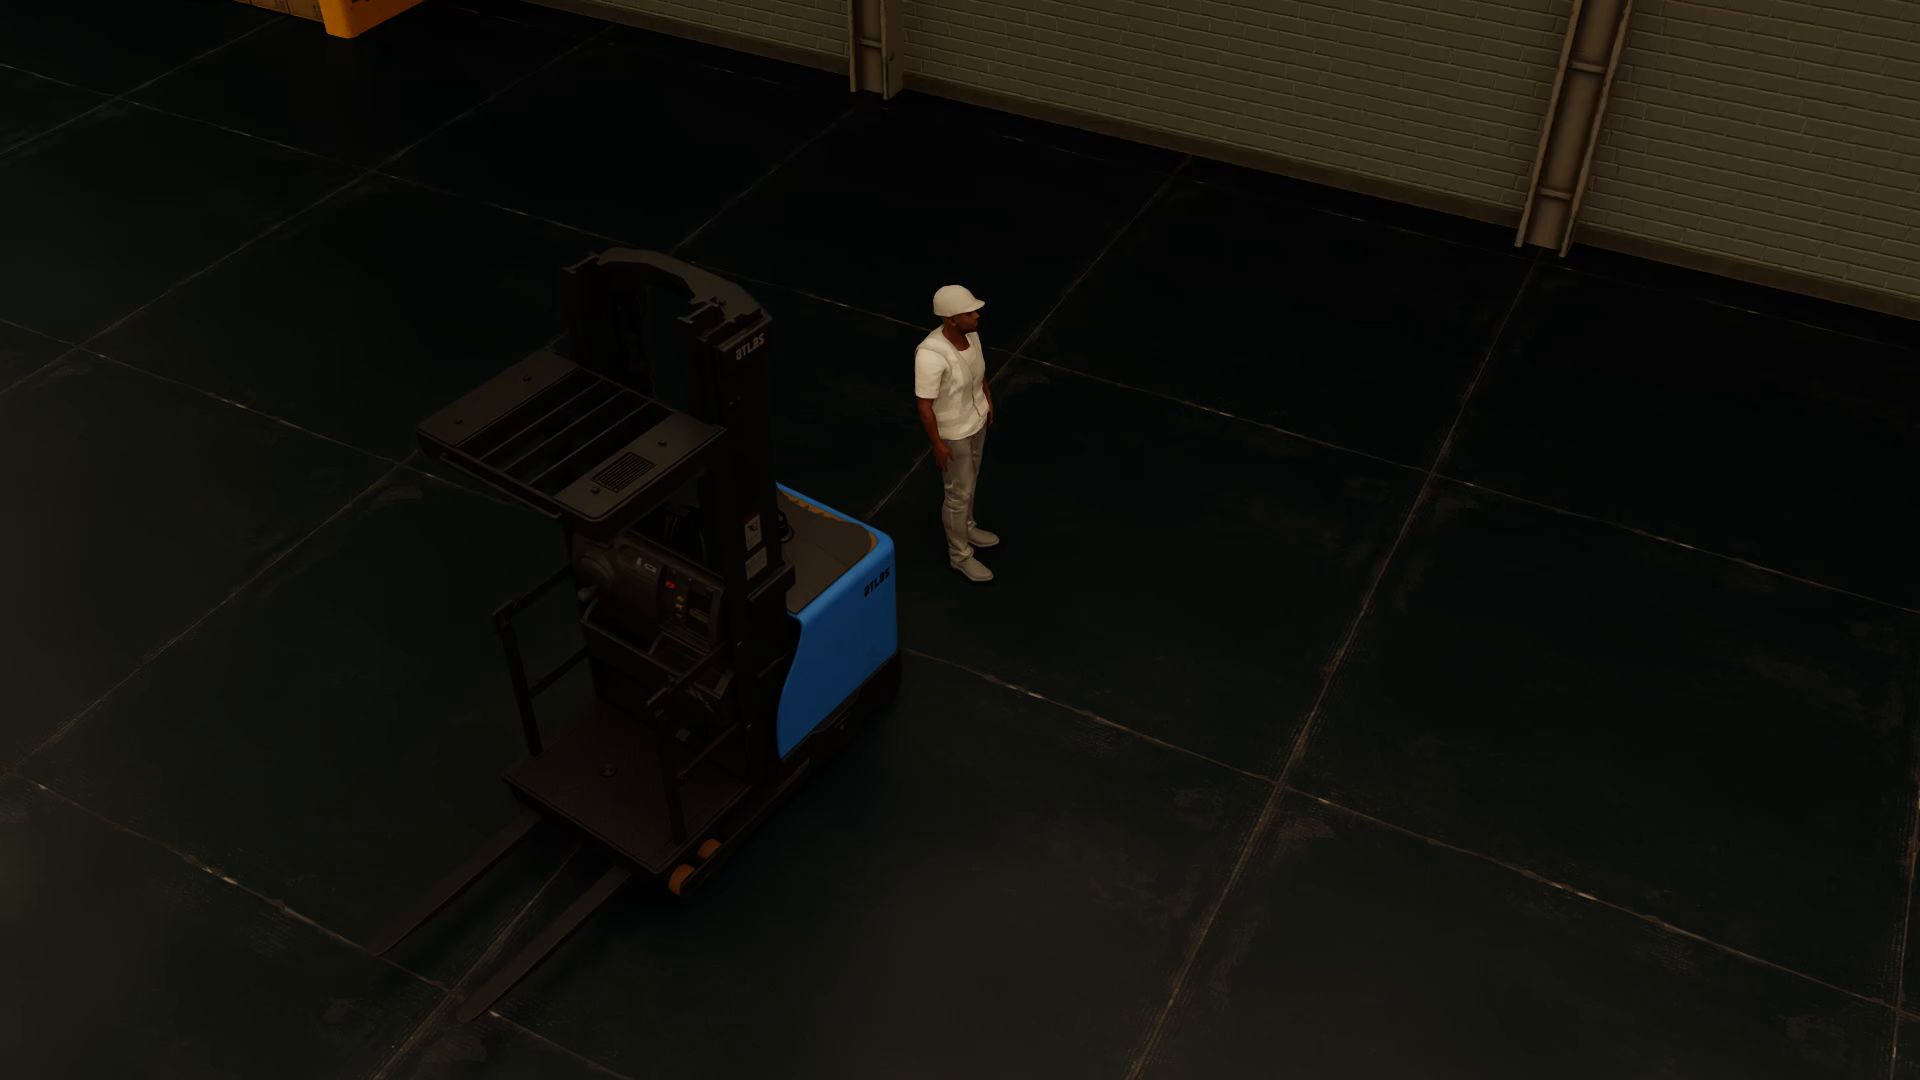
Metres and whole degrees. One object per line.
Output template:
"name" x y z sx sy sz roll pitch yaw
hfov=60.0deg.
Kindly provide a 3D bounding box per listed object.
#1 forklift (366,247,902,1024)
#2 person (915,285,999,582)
"forklift" -1.590 0.278 7.657 1.130 2.935 3.031 25 46 26
"person" 0.060 -0.657 9.660 0.575 1.768 0.665 18 43 21
